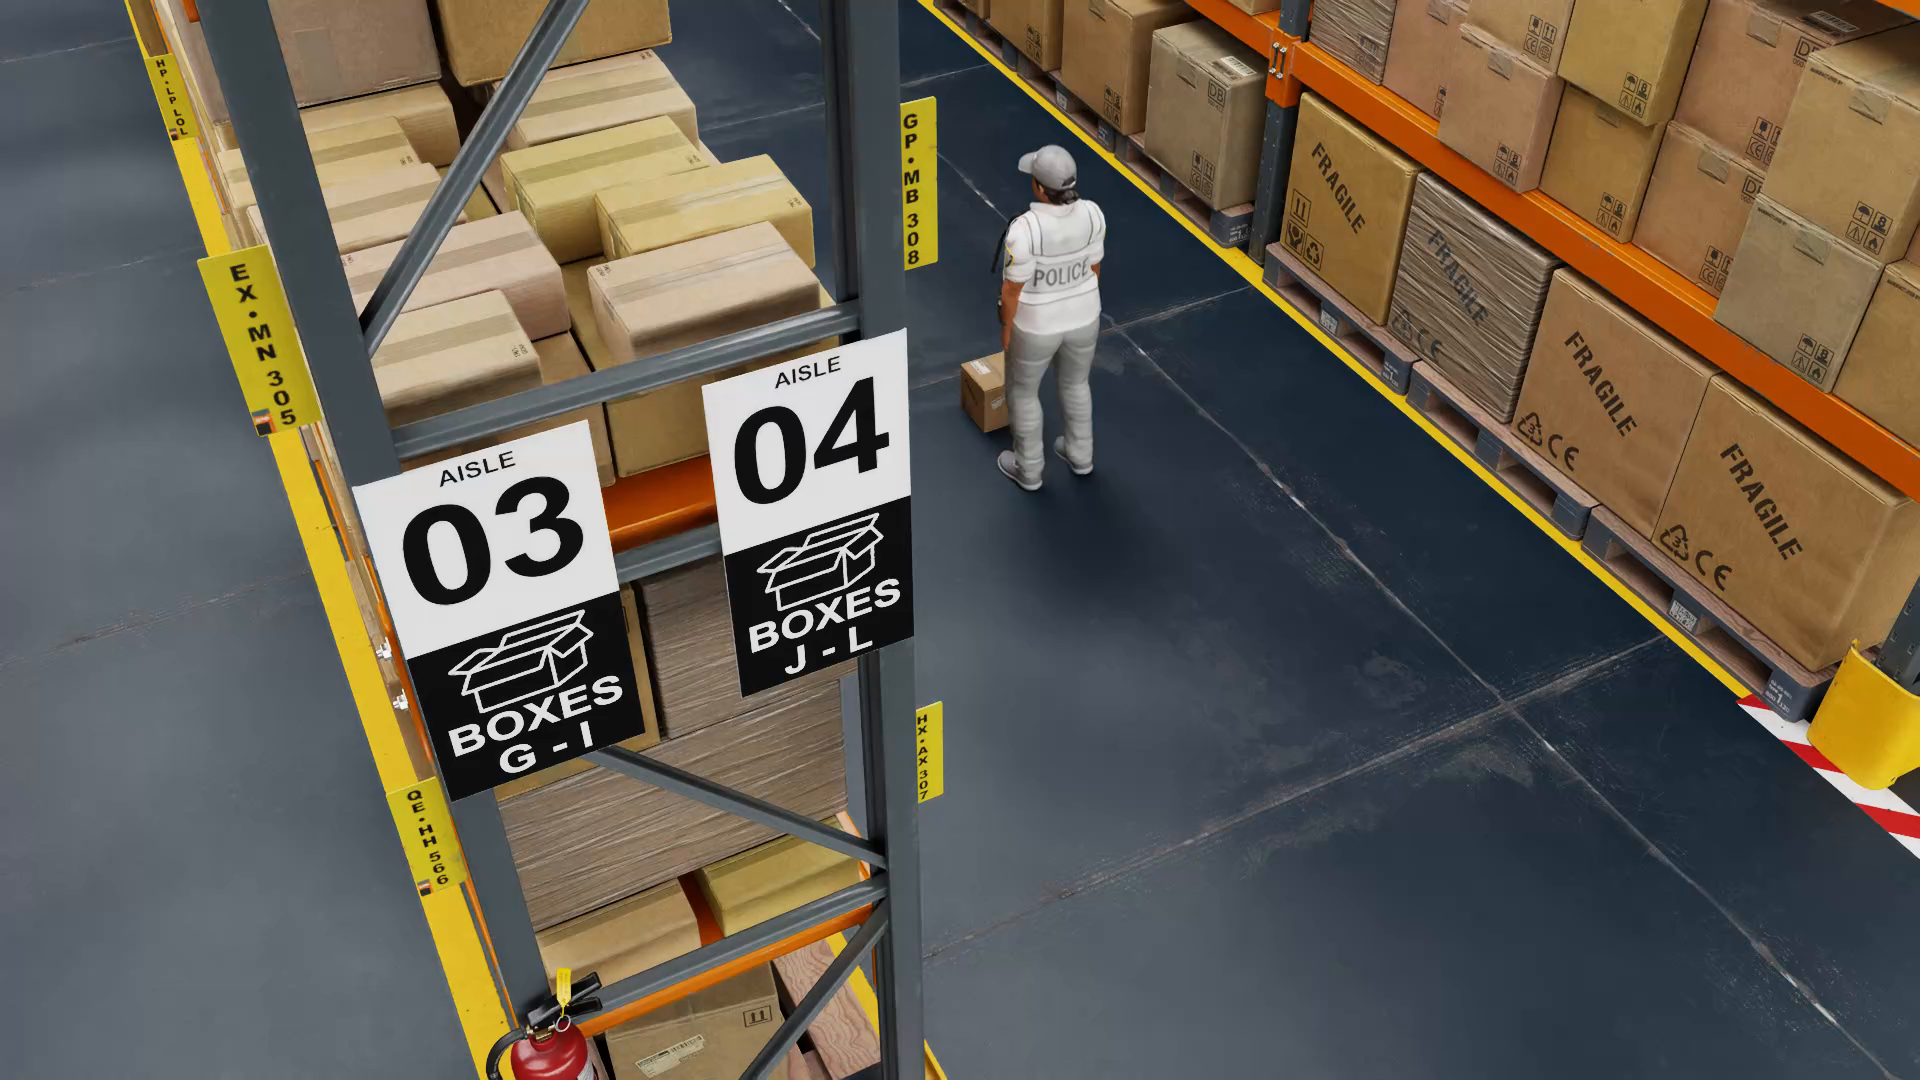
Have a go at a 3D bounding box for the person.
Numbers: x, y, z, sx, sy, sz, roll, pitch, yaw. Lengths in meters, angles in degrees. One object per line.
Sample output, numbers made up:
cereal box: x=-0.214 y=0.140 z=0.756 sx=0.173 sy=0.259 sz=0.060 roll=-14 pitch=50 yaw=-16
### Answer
person: x=0.377 y=-0.953 z=7.257 sx=0.473 sy=1.656 sz=0.391 roll=-18 pitch=45 yaw=-19
